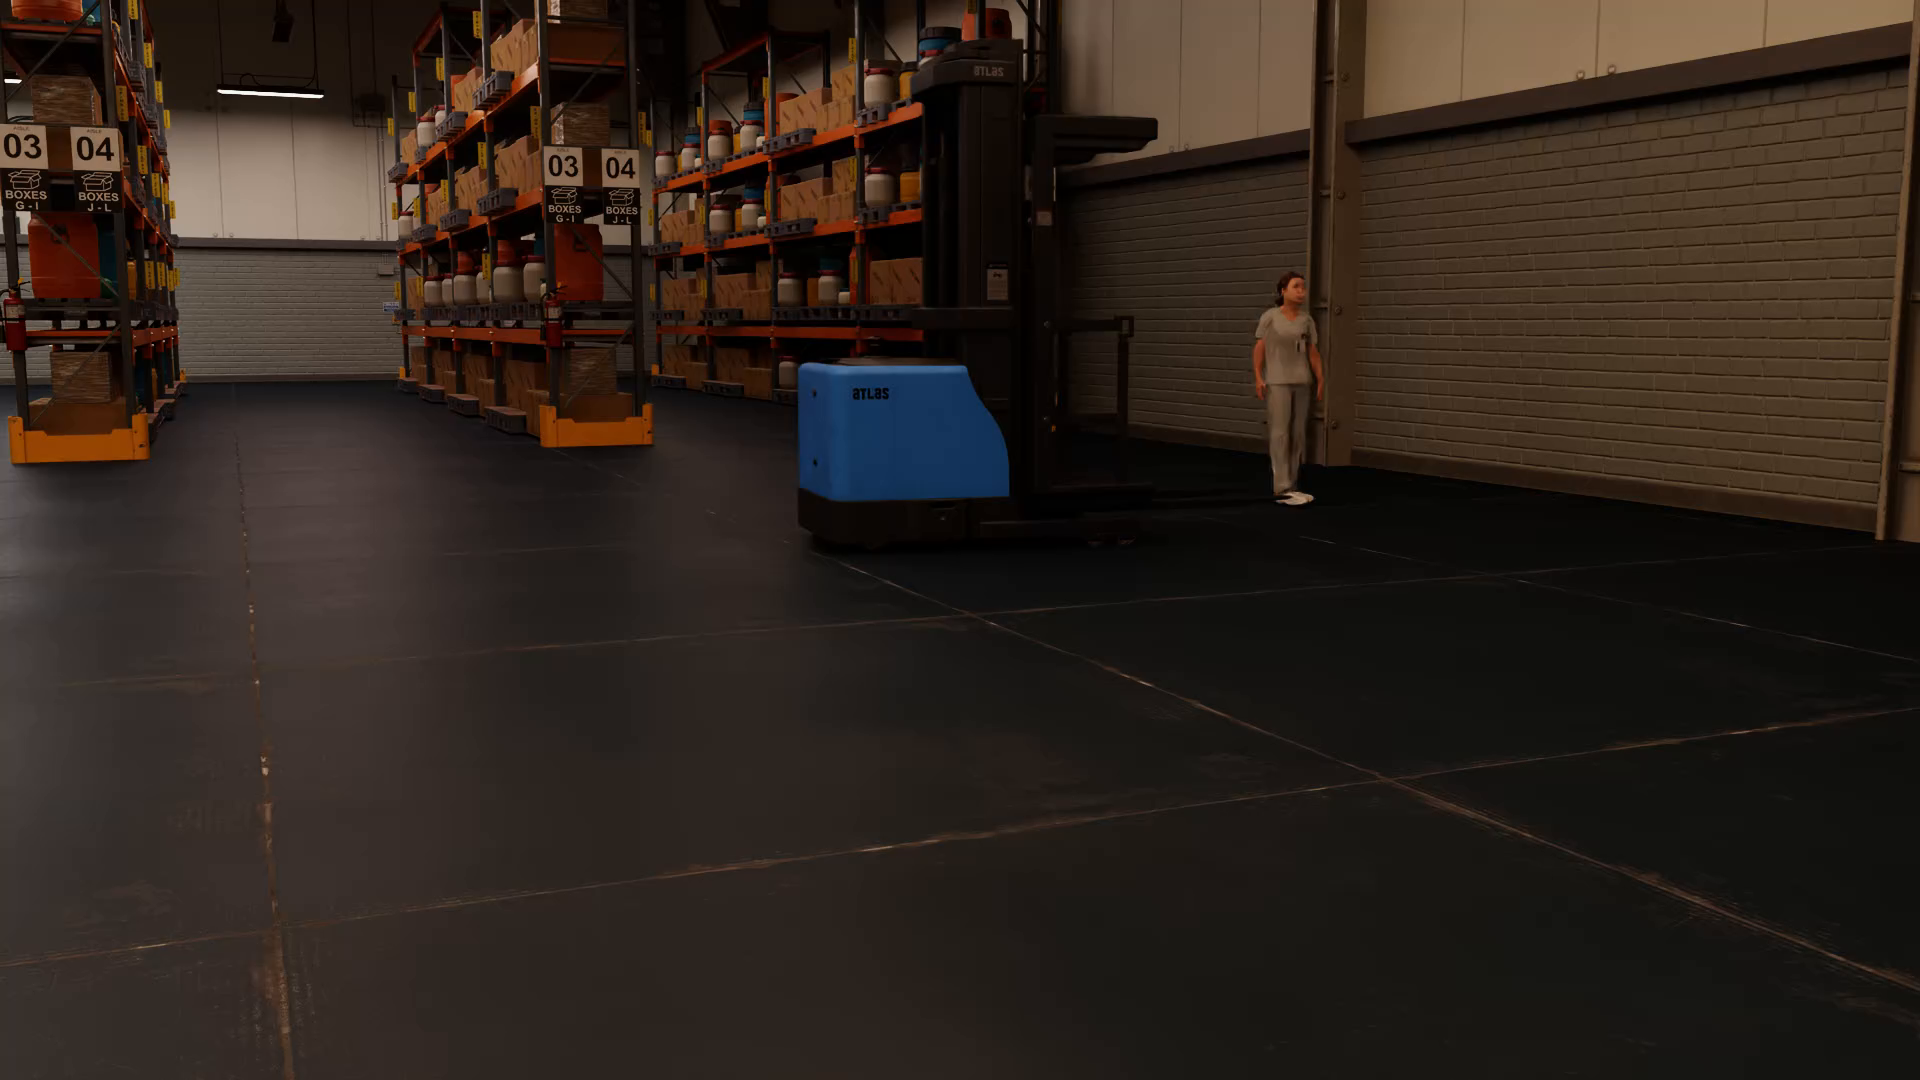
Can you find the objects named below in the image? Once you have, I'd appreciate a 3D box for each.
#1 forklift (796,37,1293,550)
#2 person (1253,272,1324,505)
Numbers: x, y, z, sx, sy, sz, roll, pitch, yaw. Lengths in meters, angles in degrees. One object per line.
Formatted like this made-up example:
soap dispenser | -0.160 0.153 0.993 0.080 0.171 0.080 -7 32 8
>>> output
forklift | 0.562 -1.483 10.191 3.031 2.935 1.130 -2 8 -18
person | 2.413 -1.097 12.028 0.526 1.675 0.627 -1 8 -11
